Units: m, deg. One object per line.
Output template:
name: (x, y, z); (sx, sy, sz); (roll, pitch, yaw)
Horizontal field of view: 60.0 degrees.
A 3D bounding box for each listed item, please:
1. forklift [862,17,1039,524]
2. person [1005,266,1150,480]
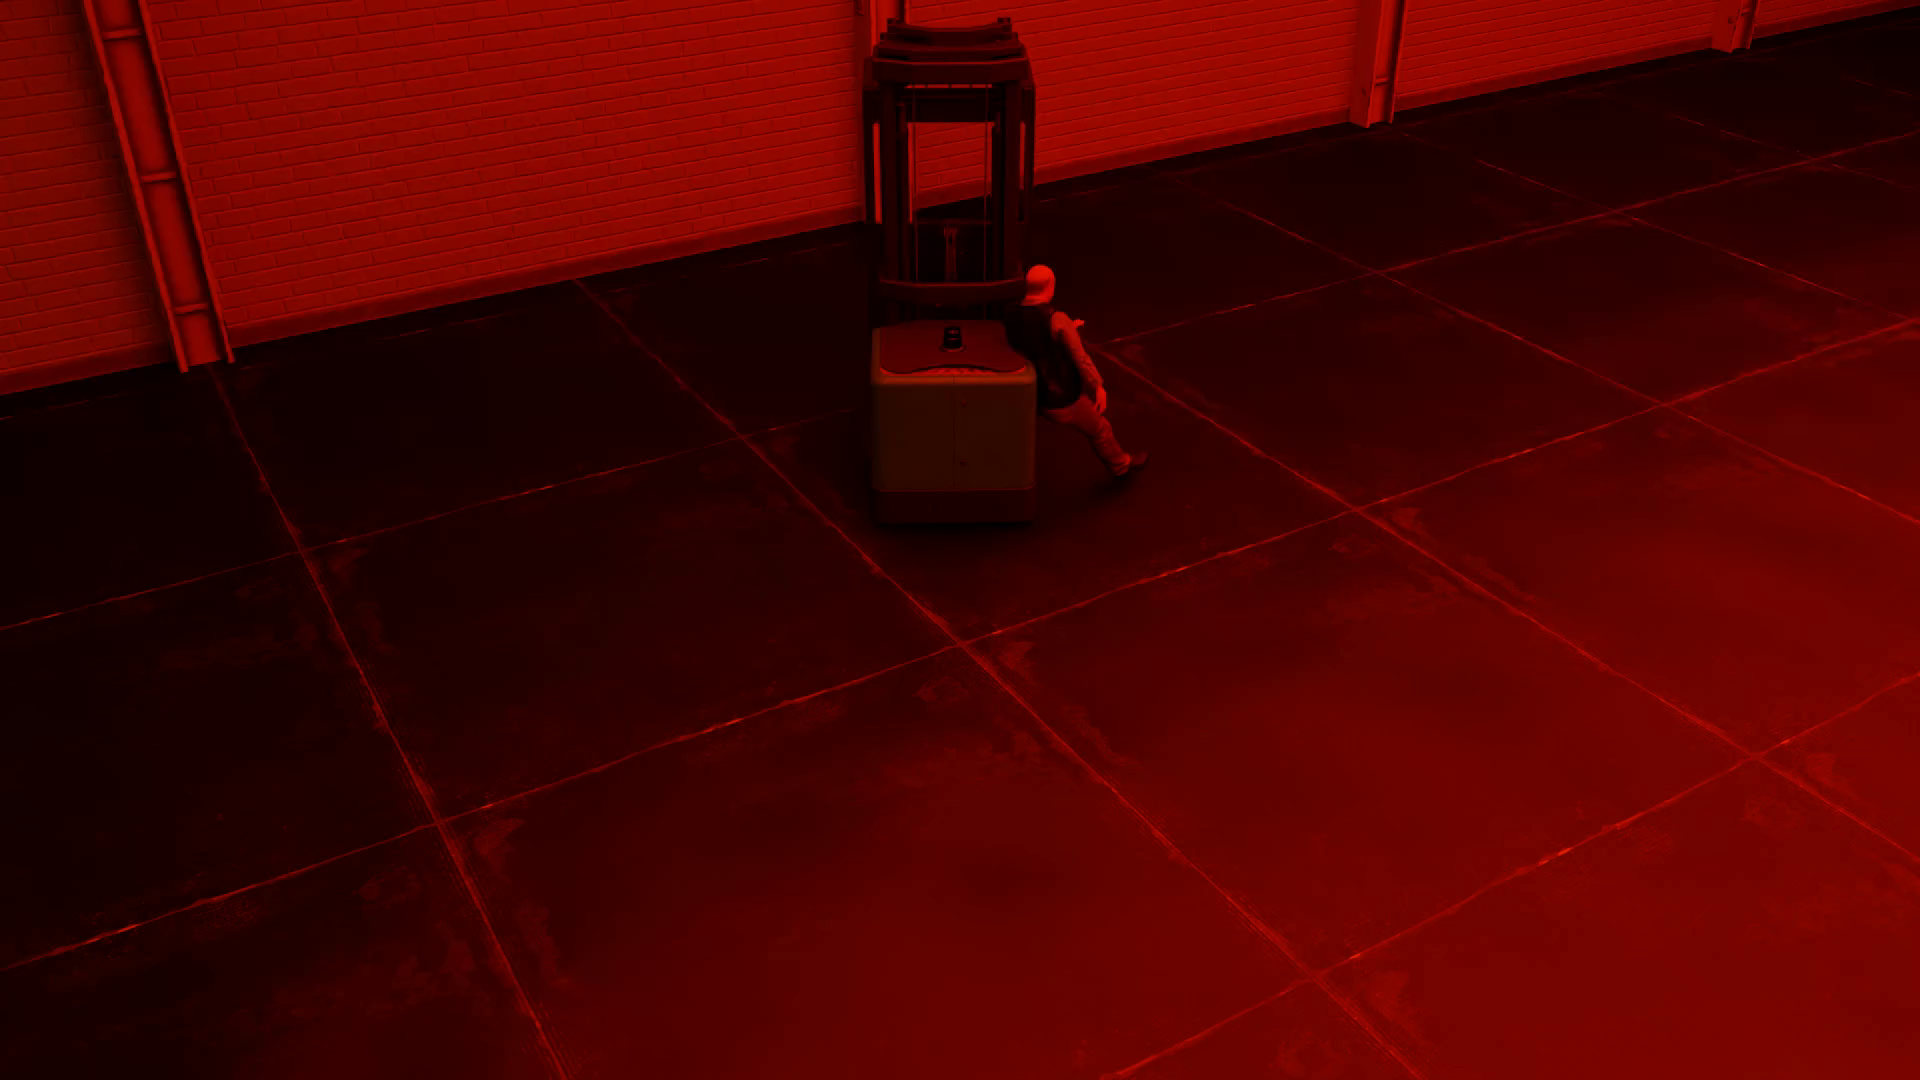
forklift: (-0.077, -2.081, 11.123); (1.130, 2.935, 3.031); (-1, 31, -1)
person: (0.637, -1.073, 10.744); (0.944, 1.522, 1.016); (23, 38, 33)
